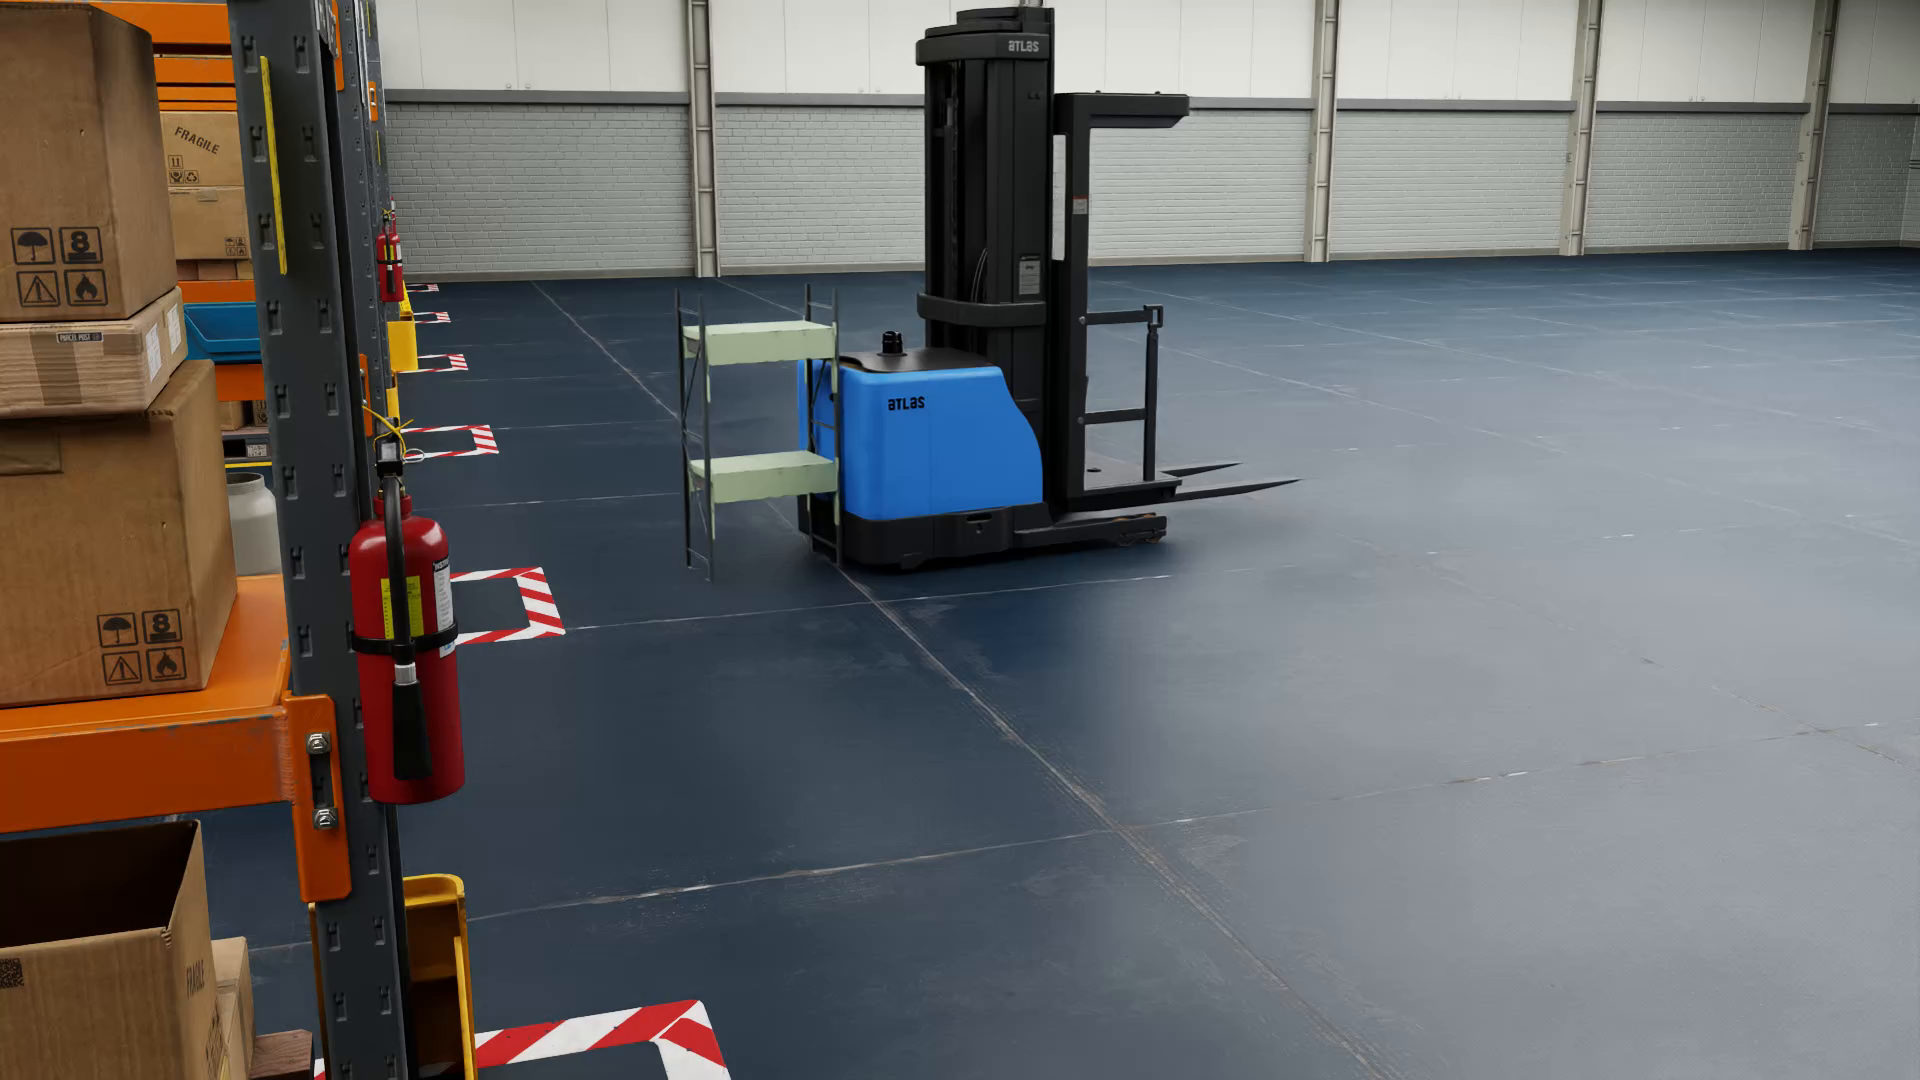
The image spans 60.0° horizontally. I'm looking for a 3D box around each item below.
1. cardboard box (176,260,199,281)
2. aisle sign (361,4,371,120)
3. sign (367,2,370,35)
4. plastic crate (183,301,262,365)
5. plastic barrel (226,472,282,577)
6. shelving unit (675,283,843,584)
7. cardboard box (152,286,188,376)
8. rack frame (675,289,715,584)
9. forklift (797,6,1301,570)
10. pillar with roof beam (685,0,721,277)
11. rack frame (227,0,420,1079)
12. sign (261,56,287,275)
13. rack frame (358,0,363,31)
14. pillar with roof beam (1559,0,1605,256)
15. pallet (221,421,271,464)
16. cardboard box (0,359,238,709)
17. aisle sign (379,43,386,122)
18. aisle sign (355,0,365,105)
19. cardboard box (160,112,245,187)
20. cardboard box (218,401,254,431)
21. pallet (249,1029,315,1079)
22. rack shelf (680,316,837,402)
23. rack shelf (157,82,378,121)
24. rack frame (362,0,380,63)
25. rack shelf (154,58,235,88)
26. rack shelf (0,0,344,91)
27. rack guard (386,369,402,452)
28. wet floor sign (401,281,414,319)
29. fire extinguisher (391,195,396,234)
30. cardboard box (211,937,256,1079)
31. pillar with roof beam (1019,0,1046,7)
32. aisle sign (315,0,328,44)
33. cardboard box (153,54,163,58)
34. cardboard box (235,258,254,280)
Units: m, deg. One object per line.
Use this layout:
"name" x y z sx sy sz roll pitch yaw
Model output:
"cardboard box" -5.532 -1.932 11.824 0.250 0.149 0.380 -4 14 -18
"aisle sign" -4.224 -3.396 11.821 0.004 0.787 0.394 -4 14 -18
"sign" -5.705 -5.019 16.039 0.005 0.325 0.100 -4 14 -18
"plastic crate" -3.178 -0.931 7.398 0.616 0.251 0.499 -4 14 -18
"plastic barrel" -3.398 -0.035 7.777 0.421 0.512 0.421 0 13 0
"shelving unit" -1.062 -0.581 8.843 0.755 1.500 0.431 -7 15 -27
"cardboard box" -1.663 -0.402 3.234 0.250 0.149 0.380 -5 14 -18
"rack frame" -1.384 -0.541 8.675 0.023 1.500 0.400 -7 15 -27
"forklift" 0.613 -1.486 9.558 3.031 2.935 1.130 -7 15 -27
"pillar with roof beam" -3.013 -8.018 23.905 0.400 9.000 9.100 -4 14 -18
"rack frame" -1.221 -0.019 3.241 0.053 2.616 0.949 -4 14 -18
"sign" -1.063 -0.578 2.578 0.005 0.325 0.100 -4 14 -18
"rack frame" -4.378 -5.111 11.685 0.127 3.000 1.000 -4 14 -18
"pillar with roof beam" 14.047 -9.346 29.490 0.400 9.000 9.100 -4 14 -18
"pallet" -5.232 -0.778 12.459 1.213 0.211 1.003 -4 14 -18
"cardboard box" -1.669 -0.037 3.099 0.500 0.500 0.700 -4 14 -18
"aisle sign" -5.702 -4.492 16.428 0.004 0.787 0.394 -4 14 -18
"aisle sign" -2.636 -2.311 7.260 0.004 0.787 0.394 -4 14 -18
"cardboard box" -5.293 -2.740 11.658 0.500 0.500 0.500 -4 14 -18
"cardboard box" -5.531 -1.087 12.224 0.500 0.500 0.500 -1 13 -3
"pallet" -1.934 1.402 3.290 1.213 0.211 1.003 -4 14 -18
"rack shelf" -1.062 -0.960 8.753 0.720 0.370 0.431 -7 15 -27
"rack shelf" -7.760 -4.250 16.099 4.000 0.370 1.077 -4 14 -18
"rack frame" -5.865 -6.207 16.289 0.127 3.000 1.000 -4 14 -18
"rack shelf" -6.274 -3.154 11.494 4.000 0.370 1.077 -4 14 -18
"rack shelf" -4.694 -2.068 6.928 4.000 0.370 1.077 -4 14 -18
"rack guard" -4.450 -0.971 12.645 0.348 0.500 1.175 -4 14 -18
"wet floor sign" -7.018 -3.000 20.861 0.232 0.644 0.267 0 13 1
"fire extinguisher" -7.284 -4.236 21.136 0.183 0.674 0.296 -4 14 -18
"cardboard box" -1.802 1.104 3.552 0.500 0.250 0.500 -4 14 -18
"pillar with roof beam" 2.673 -8.461 25.767 0.400 9.000 9.100 -4 14 -18
"aisle sign" -1.067 -1.225 2.692 0.004 0.787 0.394 -4 14 -18
"cardboard box" -5.715 -3.414 11.357 0.500 0.250 0.500 -4 14 -17
"cardboard box" -5.040 -1.956 11.927 0.250 0.149 0.380 -4 14 -18
